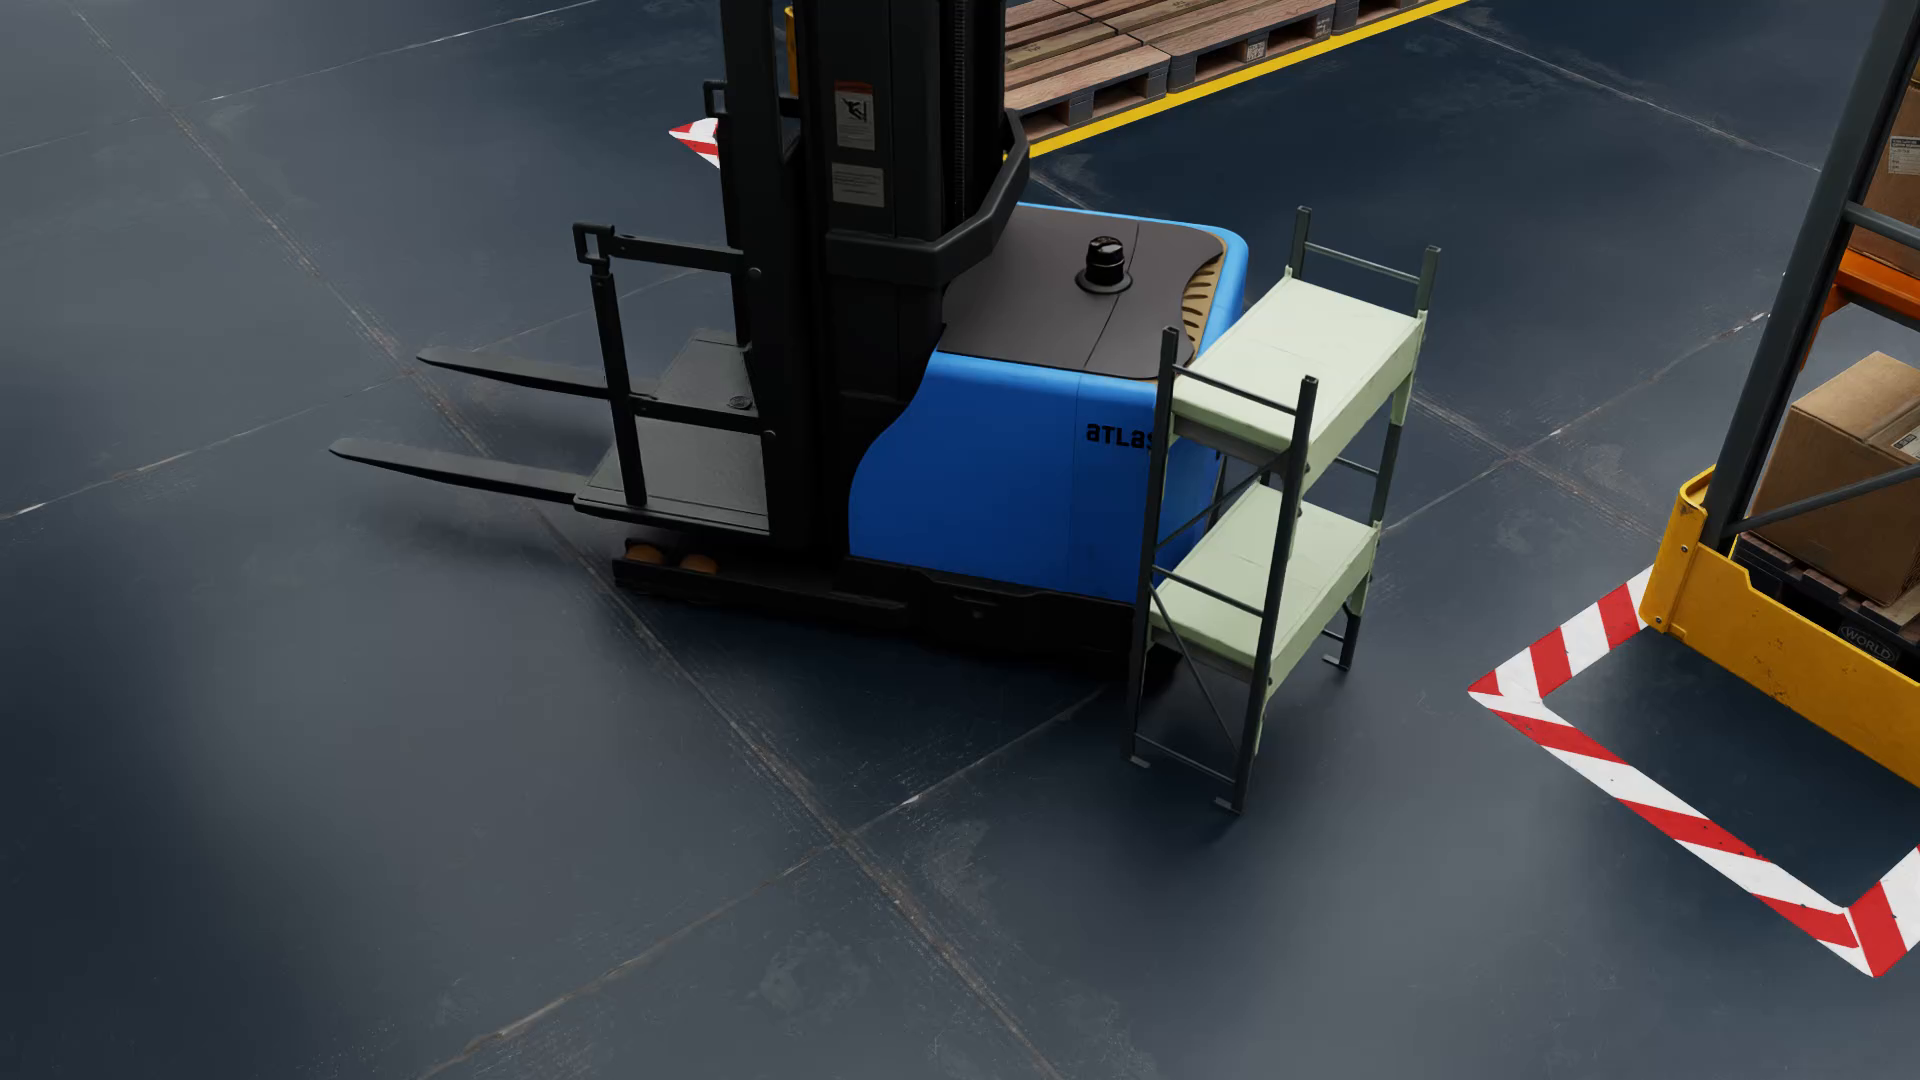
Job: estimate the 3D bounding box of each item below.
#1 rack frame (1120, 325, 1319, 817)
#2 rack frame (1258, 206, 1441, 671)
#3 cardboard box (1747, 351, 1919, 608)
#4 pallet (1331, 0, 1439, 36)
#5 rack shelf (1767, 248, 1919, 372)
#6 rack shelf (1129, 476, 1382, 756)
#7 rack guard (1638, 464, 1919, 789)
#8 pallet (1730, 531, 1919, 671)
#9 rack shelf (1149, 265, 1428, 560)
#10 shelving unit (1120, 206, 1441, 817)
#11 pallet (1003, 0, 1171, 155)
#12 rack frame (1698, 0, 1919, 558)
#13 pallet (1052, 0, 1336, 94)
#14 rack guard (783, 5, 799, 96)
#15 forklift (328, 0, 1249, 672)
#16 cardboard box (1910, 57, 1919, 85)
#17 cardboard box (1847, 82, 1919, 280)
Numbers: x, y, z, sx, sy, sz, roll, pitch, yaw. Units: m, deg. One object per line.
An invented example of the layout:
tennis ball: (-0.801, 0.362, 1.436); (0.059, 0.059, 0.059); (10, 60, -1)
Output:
rack frame: (0.654, 0.138, 4.396); (0.400, 1.500, 0.023); (24, 45, 26)
rack frame: (1.071, -0.243, 4.861); (0.400, 1.500, 0.023); (24, 45, 26)
cardboard box: (2.912, -0.200, 5.253); (0.500, 0.500, 0.500); (-26, 46, -28)
pallet: (2.228, -3.319, 9.629); (1.213, 0.211, 1.003); (-26, 46, -28)
rack shelf: (4.217, -1.157, 5.363); (4.000, 0.370, 1.077); (-26, 46, -28)
rack shelf: (0.860, 0.198, 4.837); (0.431, 0.370, 0.720); (24, 45, 26)
rack guard: (2.691, 0.275, 5.021); (0.348, 0.500, 1.175); (-26, 46, -28)
pallet: (3.323, 0.078, 5.489); (1.213, 0.211, 1.003); (-26, 46, -28)
rack shelf: (0.865, -0.353, 4.380); (0.431, 0.370, 0.720); (24, 45, 26)
shelving unit: (0.862, -0.053, 4.629); (0.431, 1.500, 0.755); (24, 45, 26)
pallet: (0.293, -2.376, 8.480); (1.213, 0.211, 1.003); (-26, 46, -28)
rack frame: (2.631, -0.662, 4.192); (0.127, 3.000, 1.000); (-26, 46, -28)
pallet: (1.260, -2.845, 9.051); (1.213, 0.211, 1.003); (-26, 46, -28)
rack guard: (-0.396, -2.172, 8.004); (0.348, 0.500, 1.175); (-26, 46, -28)
forklift: (-0.651, -1.233, 4.942); (3.031, 2.935, 1.130); (10, 40, 11)
cardboard box: (2.816, -1.398, 4.222); (0.500, 0.500, 0.500); (-26, 46, -28)
cardboard box: (2.820, -1.011, 4.538); (0.500, 0.500, 0.500); (-25, 45, -27)
